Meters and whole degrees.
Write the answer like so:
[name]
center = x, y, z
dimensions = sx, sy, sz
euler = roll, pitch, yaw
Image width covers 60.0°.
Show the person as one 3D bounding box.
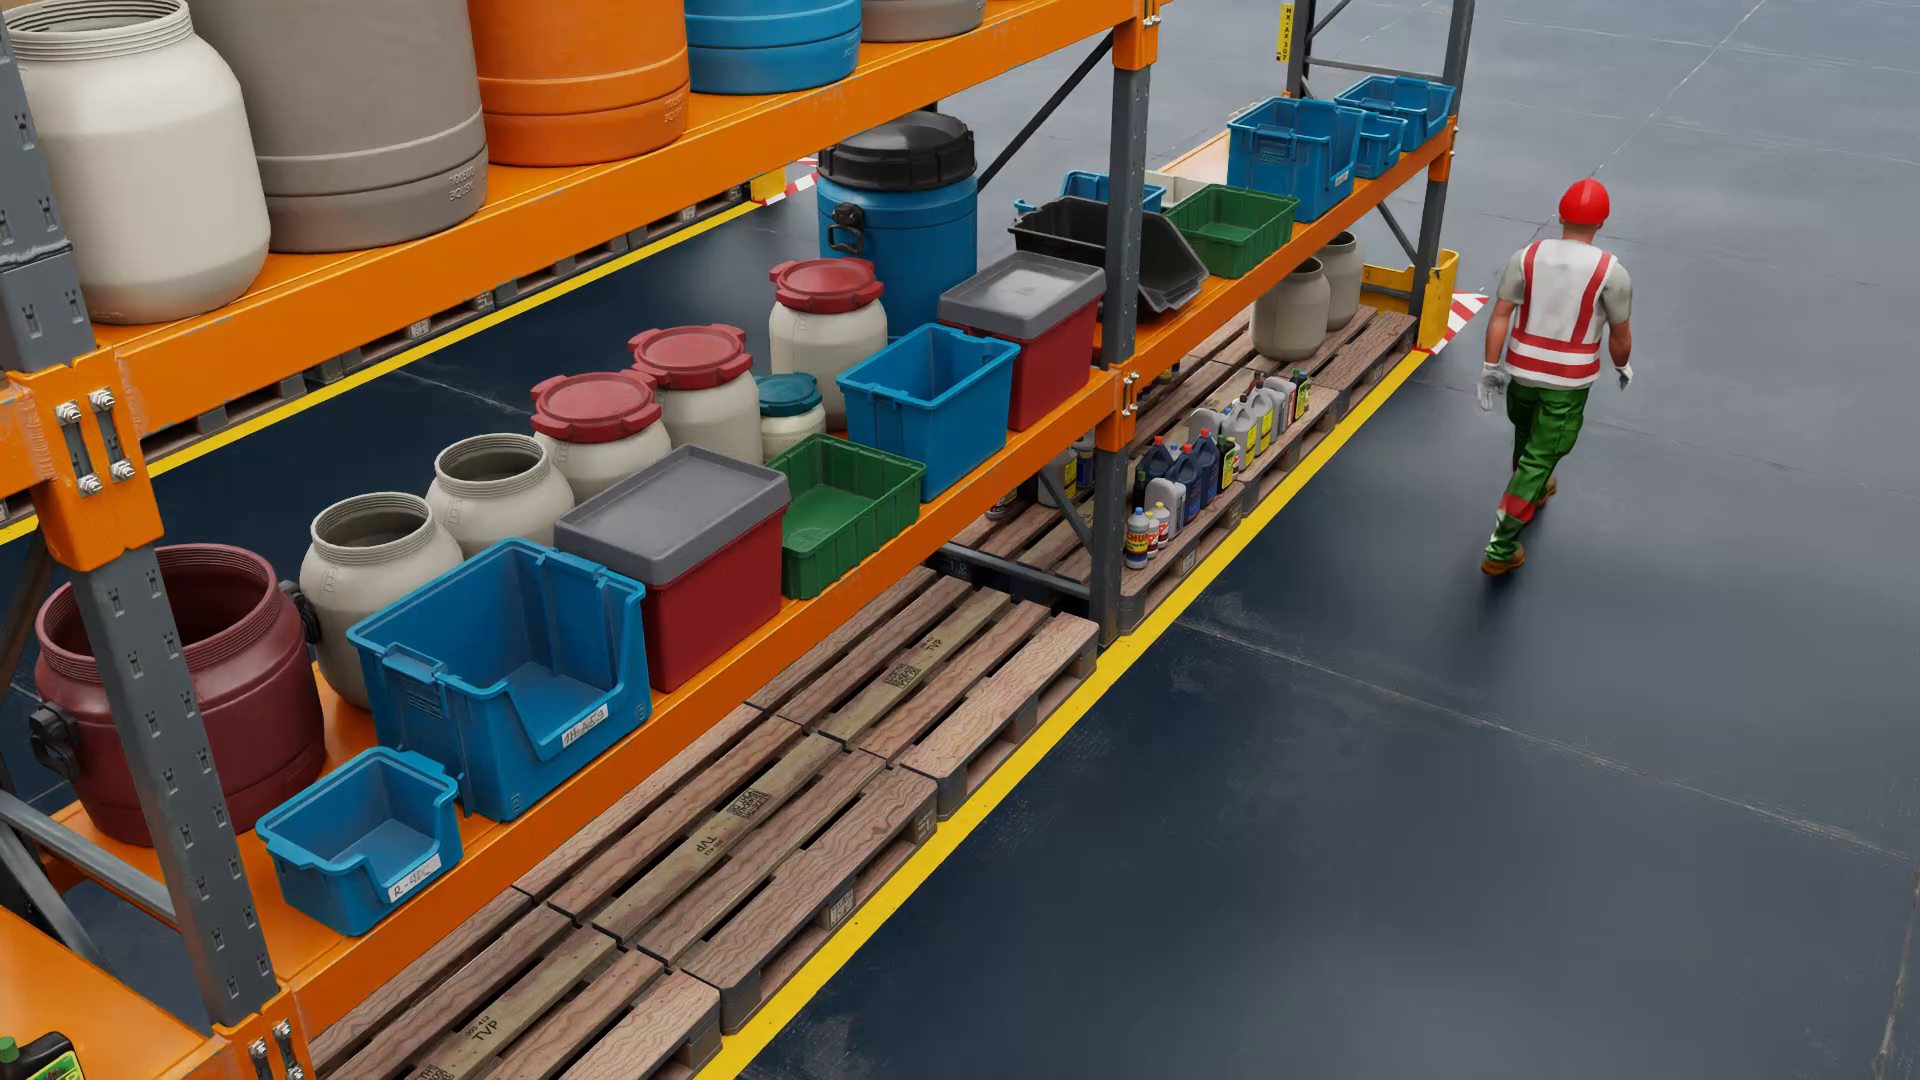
[person]
center = 2.682, -0.781, 7.438
dimensions = 0.559, 1.724, 1.069
euler = 22, 37, 32
